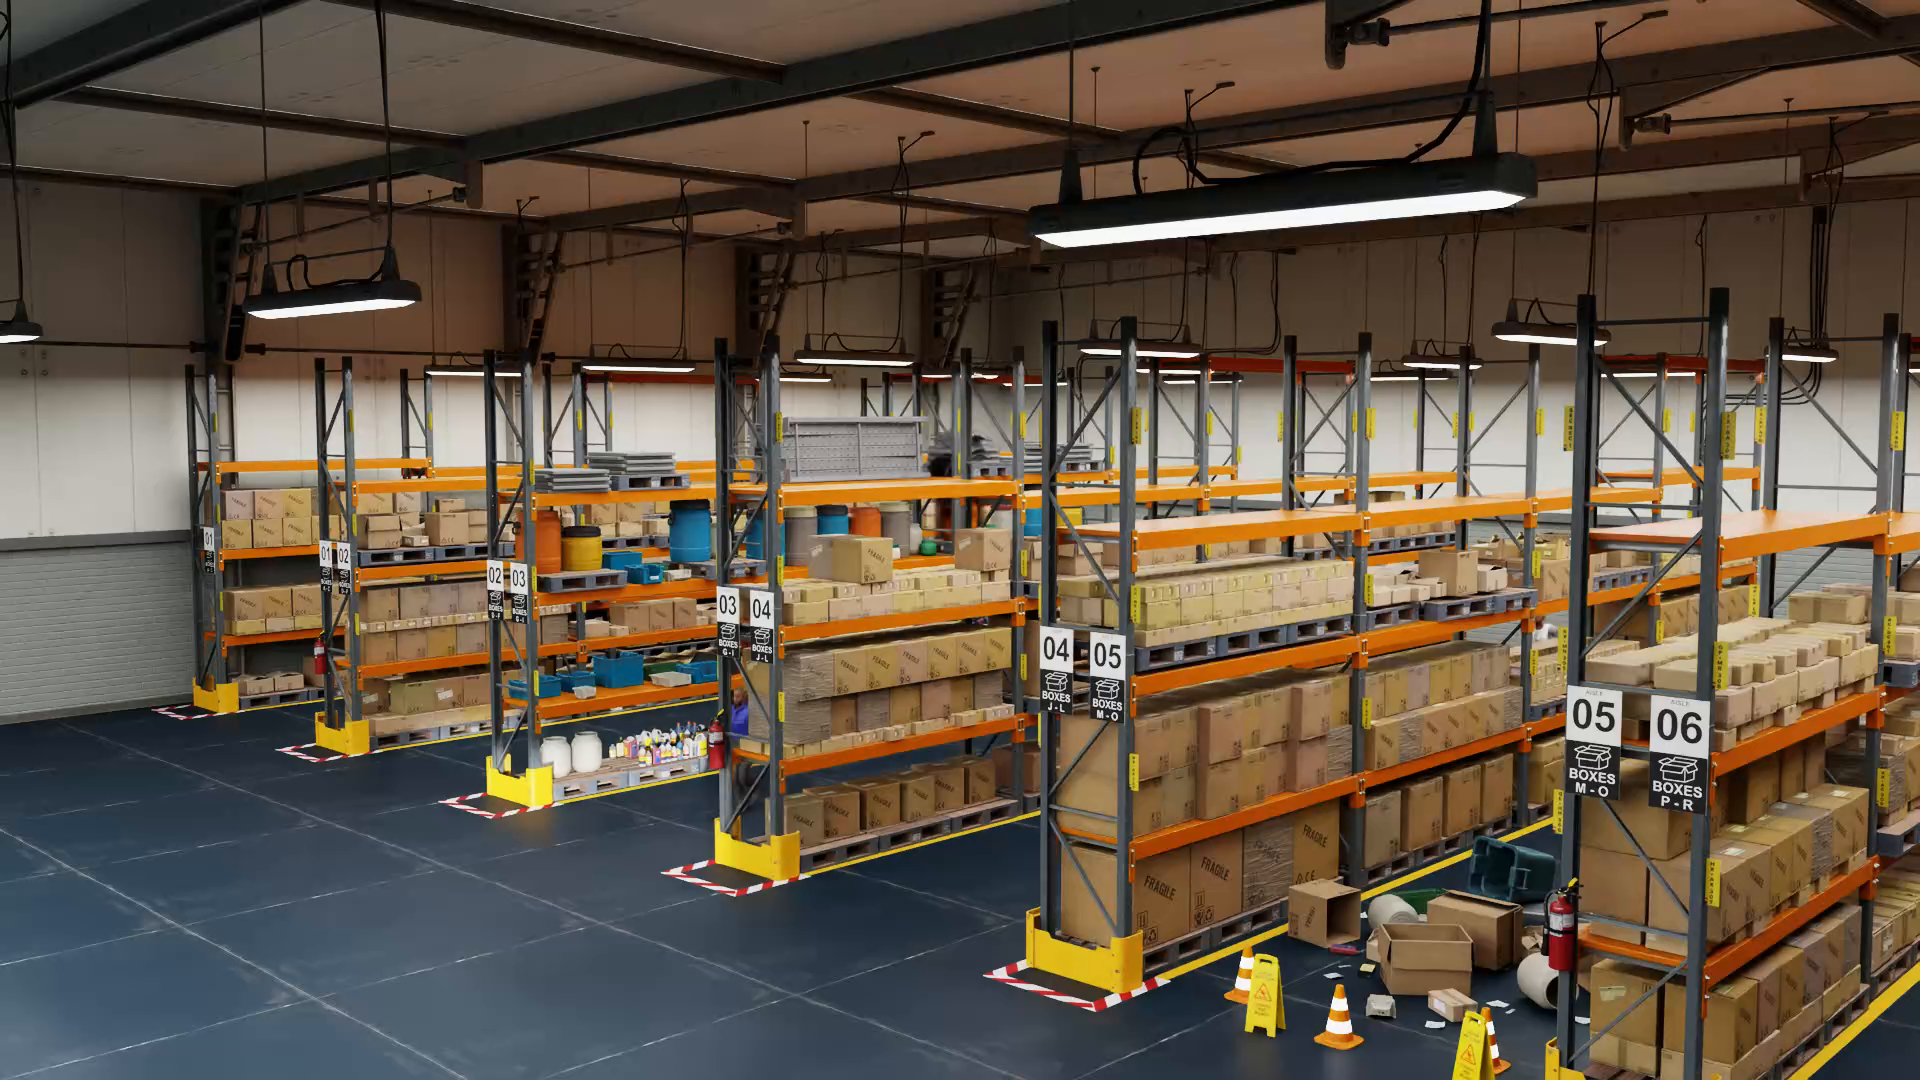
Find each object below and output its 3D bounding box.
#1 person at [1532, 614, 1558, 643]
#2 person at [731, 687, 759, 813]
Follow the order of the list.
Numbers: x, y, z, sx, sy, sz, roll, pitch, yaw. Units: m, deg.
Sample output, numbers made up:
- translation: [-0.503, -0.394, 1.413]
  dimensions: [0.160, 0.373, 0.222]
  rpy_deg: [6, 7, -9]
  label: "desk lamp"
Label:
- translation: [10.061, 2.072, 28.813]
  dimensions: [0.979, 1.787, 0.692]
  rpy_deg: [-4, 6, -45]
  label: "person"
- translation: [-2.863, 2.717, 21.583]
  dimensions: [0.583, 1.606, 0.539]
  rpy_deg: [1, 5, 15]
  label: "person"
